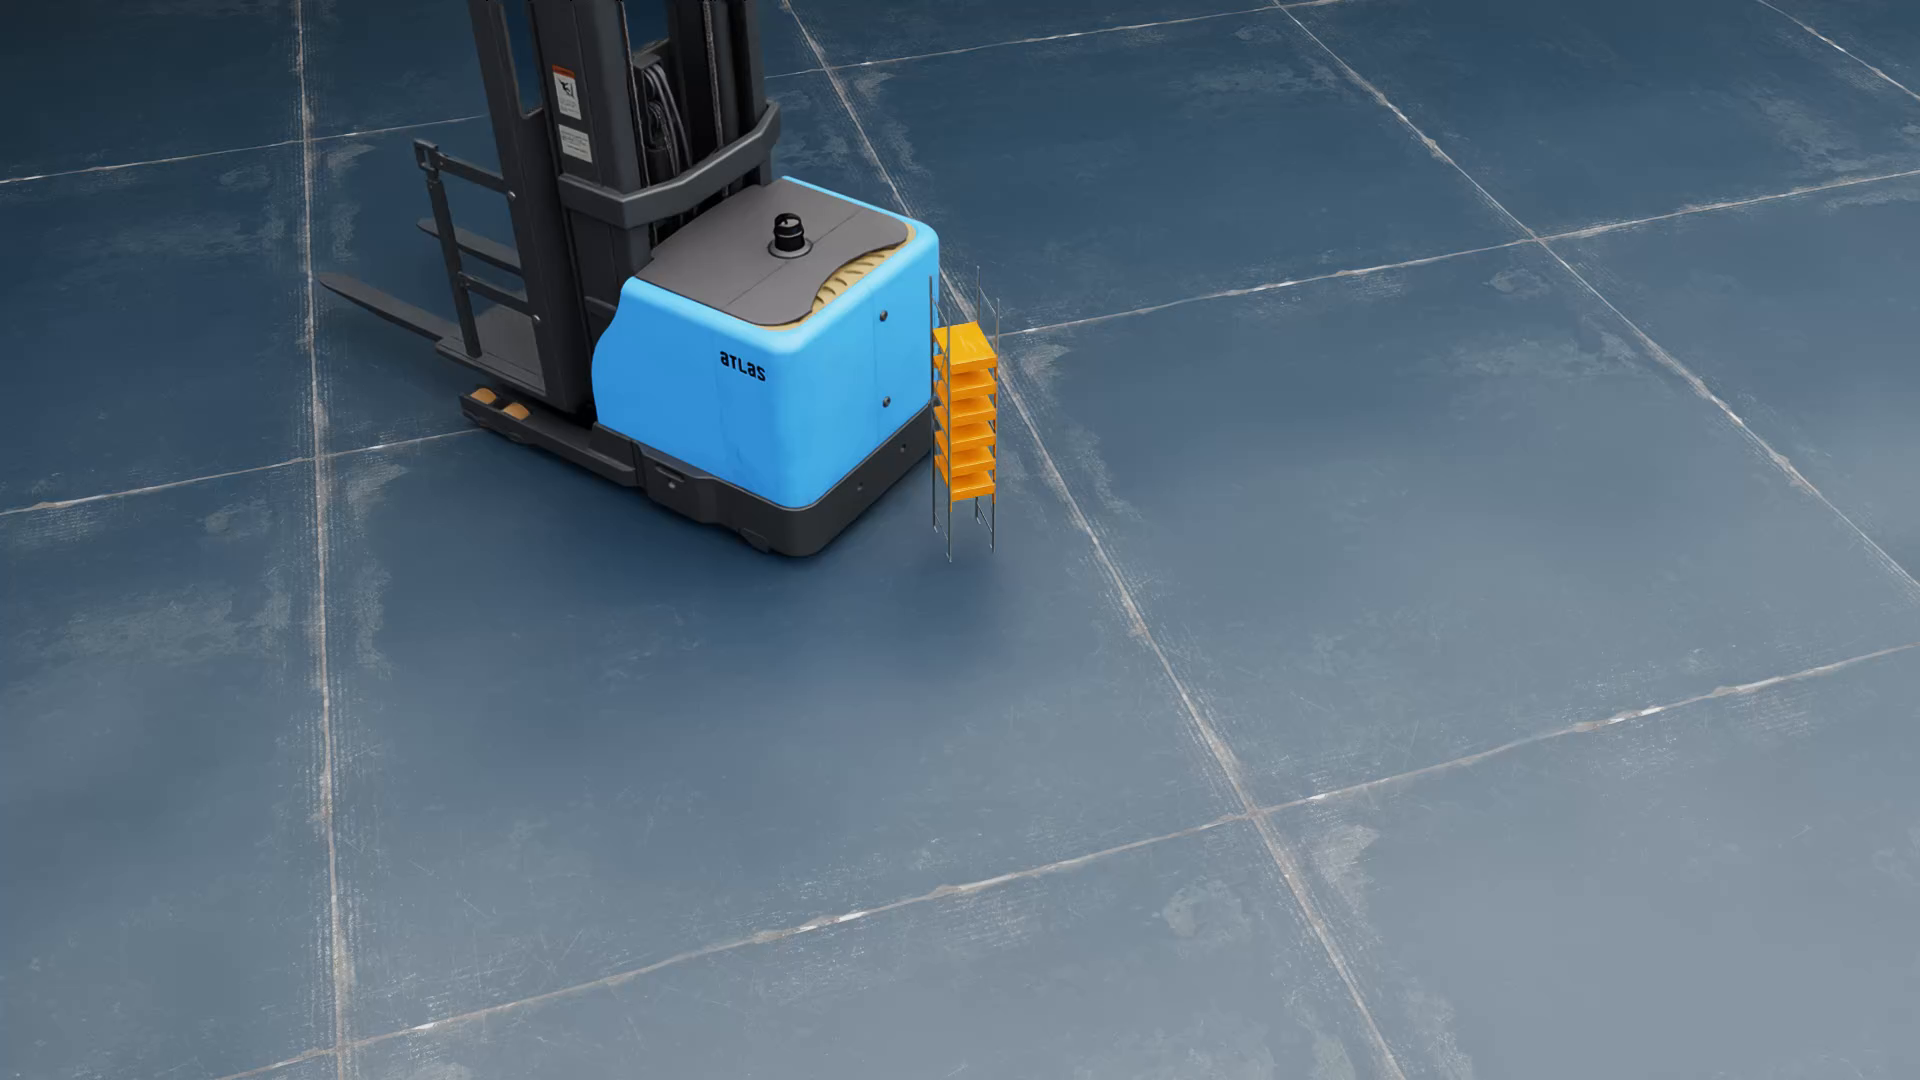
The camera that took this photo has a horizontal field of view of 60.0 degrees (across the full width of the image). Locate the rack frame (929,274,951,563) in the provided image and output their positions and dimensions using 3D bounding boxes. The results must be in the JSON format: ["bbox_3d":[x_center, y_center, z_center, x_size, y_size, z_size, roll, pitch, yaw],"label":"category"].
[{"bbox_3d":[-0.073,-0.437,6.338,0.006,1.200,0.240,-12,42,-13],"label":"rack frame"}]

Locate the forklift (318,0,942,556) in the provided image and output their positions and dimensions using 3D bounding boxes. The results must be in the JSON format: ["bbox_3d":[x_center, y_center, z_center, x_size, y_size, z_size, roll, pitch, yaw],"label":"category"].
[{"bbox_3d":[-1.578,-1.796,6.578,3.031,2.935,1.130,24,46,25],"label":"forklift"}]

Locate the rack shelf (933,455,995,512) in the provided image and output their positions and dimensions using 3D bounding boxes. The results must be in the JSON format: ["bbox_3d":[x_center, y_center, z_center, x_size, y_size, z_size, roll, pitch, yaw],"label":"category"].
[{"bbox_3d":[0.014,-0.241,6.546,0.180,0.103,0.258,-12,42,-13],"label":"rack shelf"}]

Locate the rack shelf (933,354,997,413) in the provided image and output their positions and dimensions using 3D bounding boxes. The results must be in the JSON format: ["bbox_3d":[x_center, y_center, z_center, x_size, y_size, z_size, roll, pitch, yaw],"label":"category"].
[{"bbox_3d":[0.014,-0.602,6.230,0.180,0.103,0.258,-12,42,-13],"label":"rack shelf"}]

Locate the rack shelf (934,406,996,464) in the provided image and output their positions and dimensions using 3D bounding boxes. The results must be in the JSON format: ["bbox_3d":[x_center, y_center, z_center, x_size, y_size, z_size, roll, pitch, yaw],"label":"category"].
[{"bbox_3d":[0.014,-0.421,6.388,0.180,0.103,0.258,-12,42,-13],"label":"rack shelf"}]

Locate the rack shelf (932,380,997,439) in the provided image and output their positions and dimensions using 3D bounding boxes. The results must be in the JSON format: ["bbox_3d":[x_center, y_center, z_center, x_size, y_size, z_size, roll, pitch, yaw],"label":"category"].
[{"bbox_3d":[0.014,-0.512,6.309,0.180,0.103,0.258,-12,42,-13],"label":"rack shelf"}]

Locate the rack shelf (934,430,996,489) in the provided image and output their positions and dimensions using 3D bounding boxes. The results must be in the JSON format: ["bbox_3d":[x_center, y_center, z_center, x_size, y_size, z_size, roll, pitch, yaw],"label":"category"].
[{"bbox_3d":[0.014,-0.331,6.467,0.180,0.103,0.258,-12,42,-13],"label":"rack shelf"}]

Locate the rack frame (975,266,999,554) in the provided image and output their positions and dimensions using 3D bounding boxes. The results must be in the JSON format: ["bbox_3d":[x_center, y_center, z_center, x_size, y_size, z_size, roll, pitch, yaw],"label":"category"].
[{"bbox_3d":[0.101,-0.473,6.379,0.006,1.200,0.240,-12,42,-13],"label":"rack frame"}]

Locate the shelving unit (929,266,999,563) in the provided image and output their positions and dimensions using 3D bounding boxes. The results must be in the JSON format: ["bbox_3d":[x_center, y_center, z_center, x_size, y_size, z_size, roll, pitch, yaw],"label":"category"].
[{"bbox_3d":[0.014,-0.455,6.359,0.189,1.200,0.258,-12,42,-13],"label":"shelving unit"}]

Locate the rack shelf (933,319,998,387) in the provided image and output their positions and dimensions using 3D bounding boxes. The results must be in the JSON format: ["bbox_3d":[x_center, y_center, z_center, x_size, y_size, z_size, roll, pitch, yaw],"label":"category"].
[{"bbox_3d":[0.014,-0.692,6.151,0.180,0.103,0.258,-12,42,-13],"label":"rack shelf"}]
